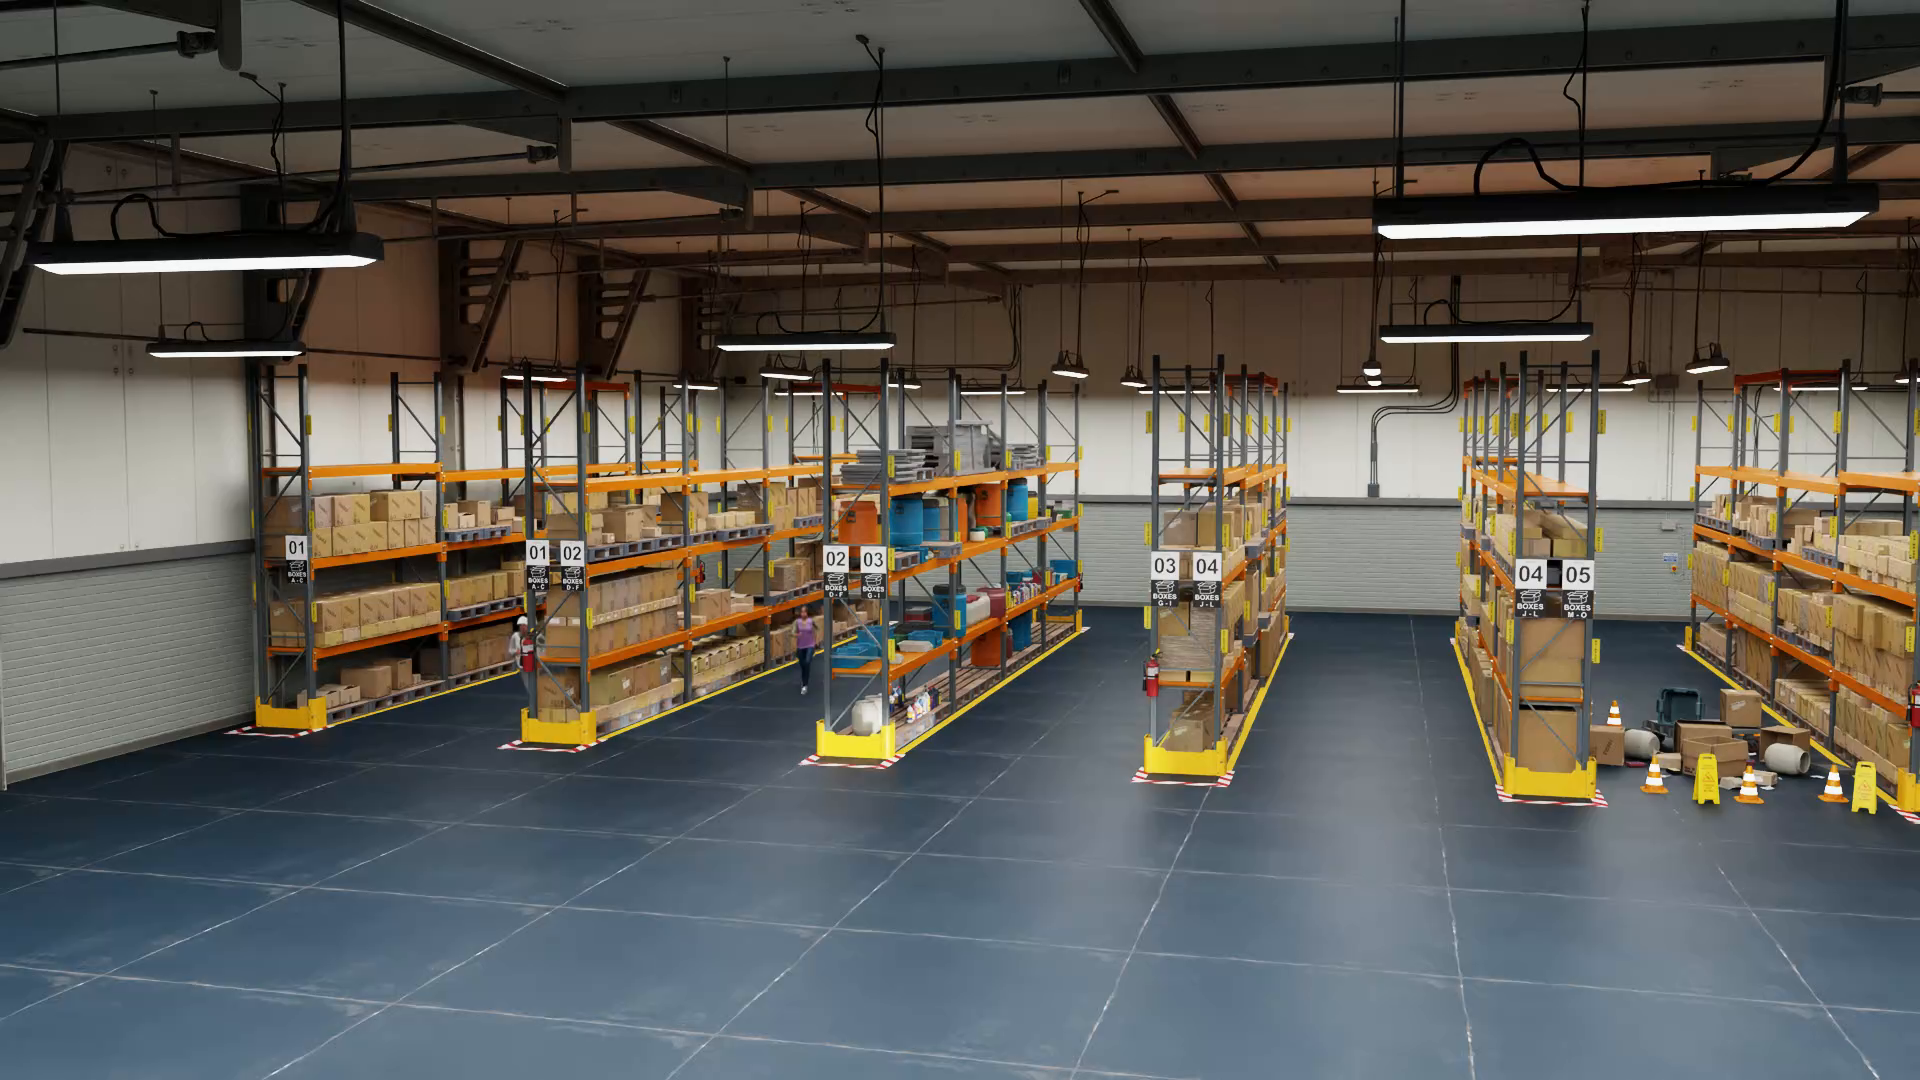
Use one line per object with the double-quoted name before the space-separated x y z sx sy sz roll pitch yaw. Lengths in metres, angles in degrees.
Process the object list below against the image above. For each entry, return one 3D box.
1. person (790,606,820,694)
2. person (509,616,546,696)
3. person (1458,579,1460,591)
"person" -2.911 2.028 31.184 0.512 1.609 0.861 0 4 5
"person" -7.447 2.153 28.716 0.578 1.725 0.962 0 4 5
"person" 12.541 1.451 40.911 0.595 1.495 0.805 3 5 33
